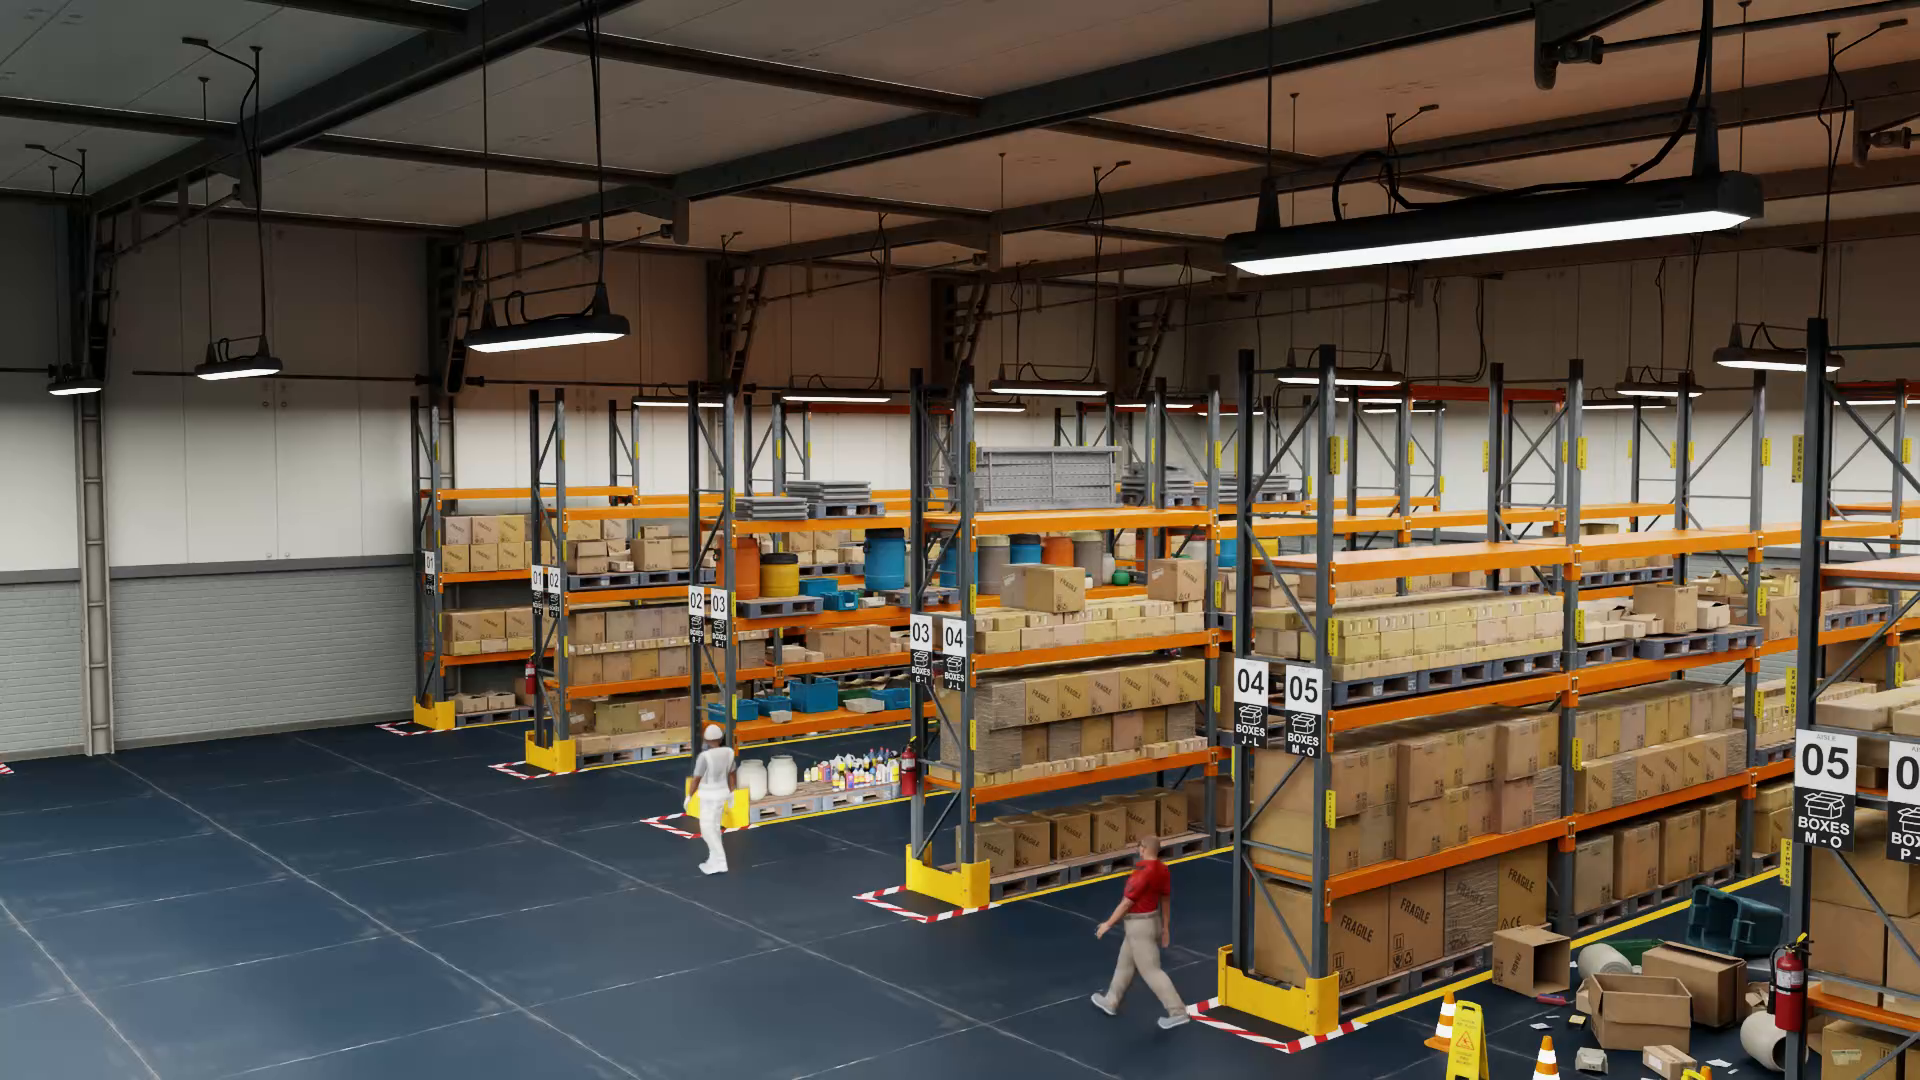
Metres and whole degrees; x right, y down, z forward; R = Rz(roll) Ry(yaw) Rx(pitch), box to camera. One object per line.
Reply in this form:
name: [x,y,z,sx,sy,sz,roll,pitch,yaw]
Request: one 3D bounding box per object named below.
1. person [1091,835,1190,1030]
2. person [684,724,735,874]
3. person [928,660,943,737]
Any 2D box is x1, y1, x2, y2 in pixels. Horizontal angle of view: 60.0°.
person: [1.590,3.451,14.770,1.034,1.677,0.555,2,4,27]
person: [-3.001,3.096,19.937,0.527,1.798,0.560,1,4,18]
person: [-0.377,2.547,29.344,0.566,1.804,0.573,2,4,24]
